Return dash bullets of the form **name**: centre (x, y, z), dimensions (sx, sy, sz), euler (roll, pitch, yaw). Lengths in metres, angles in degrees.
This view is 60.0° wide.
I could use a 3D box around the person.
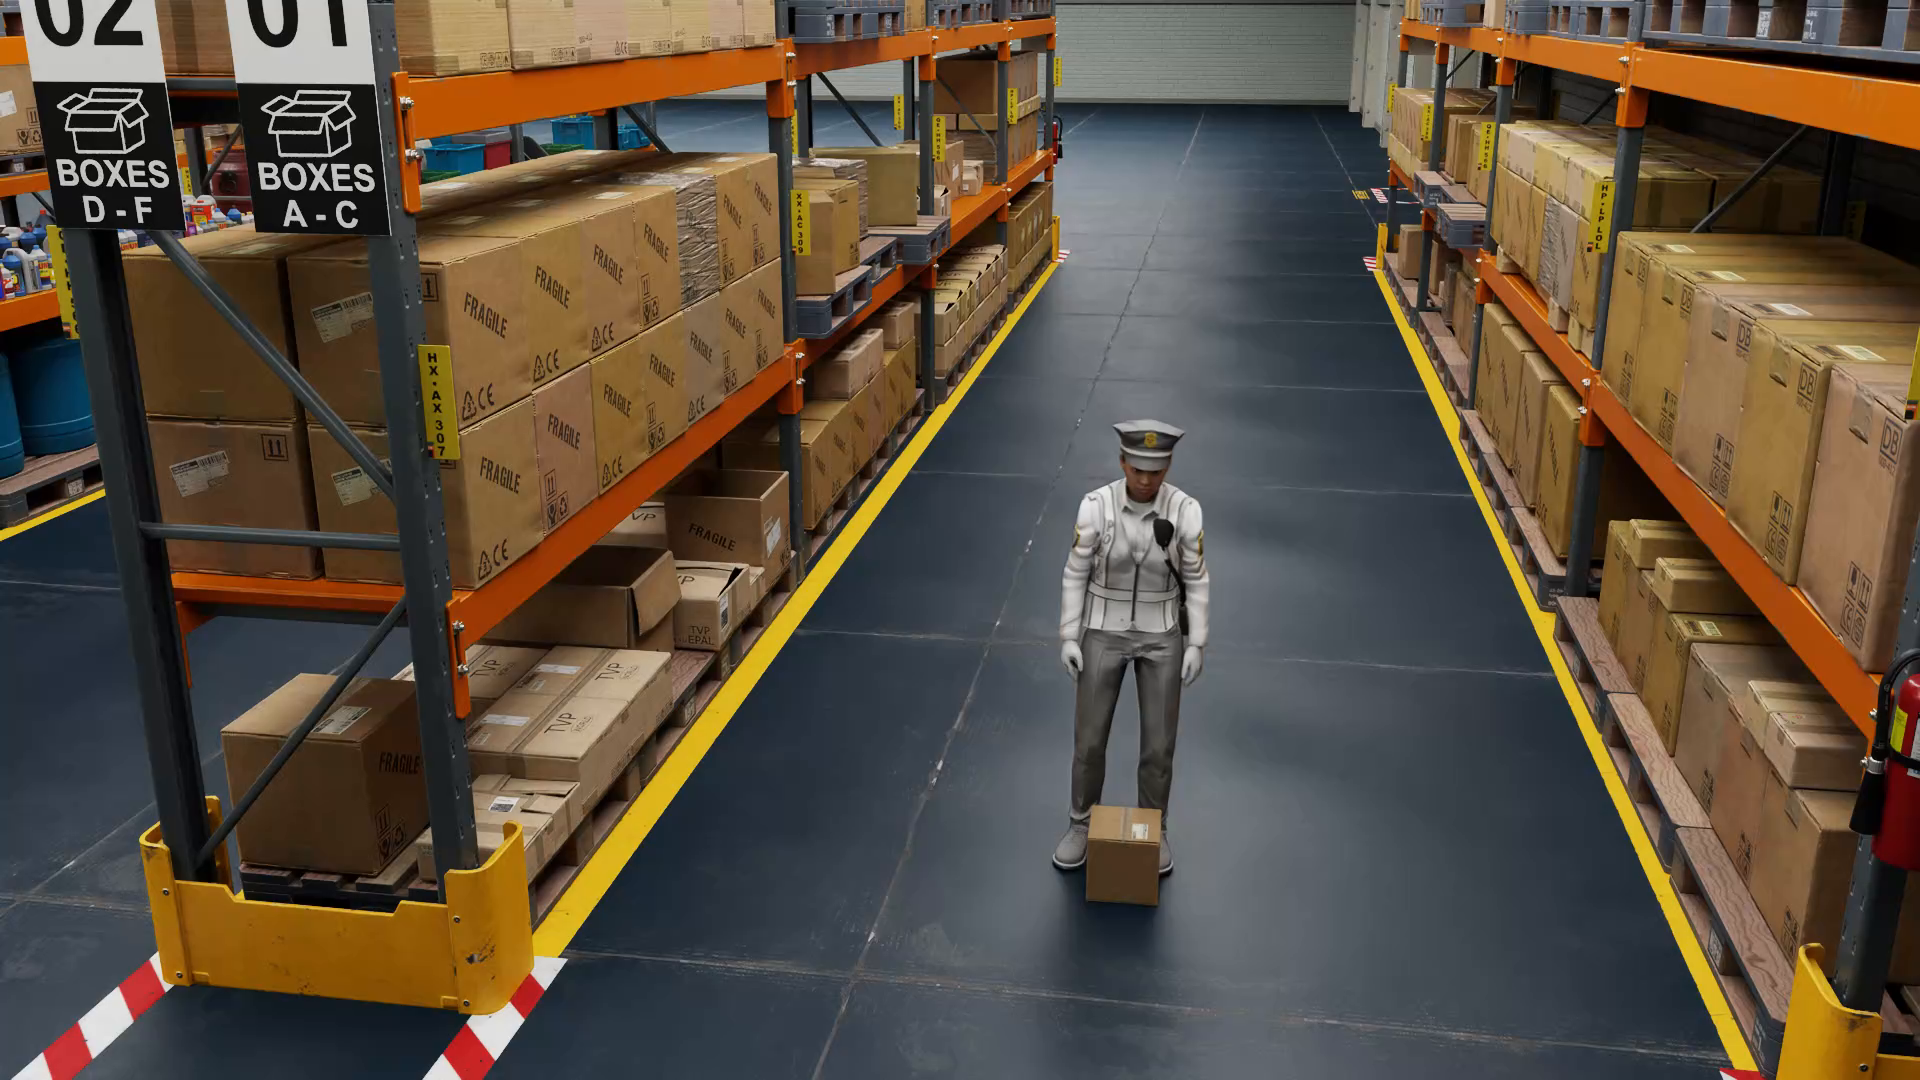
- **person**: centre (0.615, 0.371, 5.909), dimensions (0.532, 1.662, 0.375), euler (2, 18, 6)
